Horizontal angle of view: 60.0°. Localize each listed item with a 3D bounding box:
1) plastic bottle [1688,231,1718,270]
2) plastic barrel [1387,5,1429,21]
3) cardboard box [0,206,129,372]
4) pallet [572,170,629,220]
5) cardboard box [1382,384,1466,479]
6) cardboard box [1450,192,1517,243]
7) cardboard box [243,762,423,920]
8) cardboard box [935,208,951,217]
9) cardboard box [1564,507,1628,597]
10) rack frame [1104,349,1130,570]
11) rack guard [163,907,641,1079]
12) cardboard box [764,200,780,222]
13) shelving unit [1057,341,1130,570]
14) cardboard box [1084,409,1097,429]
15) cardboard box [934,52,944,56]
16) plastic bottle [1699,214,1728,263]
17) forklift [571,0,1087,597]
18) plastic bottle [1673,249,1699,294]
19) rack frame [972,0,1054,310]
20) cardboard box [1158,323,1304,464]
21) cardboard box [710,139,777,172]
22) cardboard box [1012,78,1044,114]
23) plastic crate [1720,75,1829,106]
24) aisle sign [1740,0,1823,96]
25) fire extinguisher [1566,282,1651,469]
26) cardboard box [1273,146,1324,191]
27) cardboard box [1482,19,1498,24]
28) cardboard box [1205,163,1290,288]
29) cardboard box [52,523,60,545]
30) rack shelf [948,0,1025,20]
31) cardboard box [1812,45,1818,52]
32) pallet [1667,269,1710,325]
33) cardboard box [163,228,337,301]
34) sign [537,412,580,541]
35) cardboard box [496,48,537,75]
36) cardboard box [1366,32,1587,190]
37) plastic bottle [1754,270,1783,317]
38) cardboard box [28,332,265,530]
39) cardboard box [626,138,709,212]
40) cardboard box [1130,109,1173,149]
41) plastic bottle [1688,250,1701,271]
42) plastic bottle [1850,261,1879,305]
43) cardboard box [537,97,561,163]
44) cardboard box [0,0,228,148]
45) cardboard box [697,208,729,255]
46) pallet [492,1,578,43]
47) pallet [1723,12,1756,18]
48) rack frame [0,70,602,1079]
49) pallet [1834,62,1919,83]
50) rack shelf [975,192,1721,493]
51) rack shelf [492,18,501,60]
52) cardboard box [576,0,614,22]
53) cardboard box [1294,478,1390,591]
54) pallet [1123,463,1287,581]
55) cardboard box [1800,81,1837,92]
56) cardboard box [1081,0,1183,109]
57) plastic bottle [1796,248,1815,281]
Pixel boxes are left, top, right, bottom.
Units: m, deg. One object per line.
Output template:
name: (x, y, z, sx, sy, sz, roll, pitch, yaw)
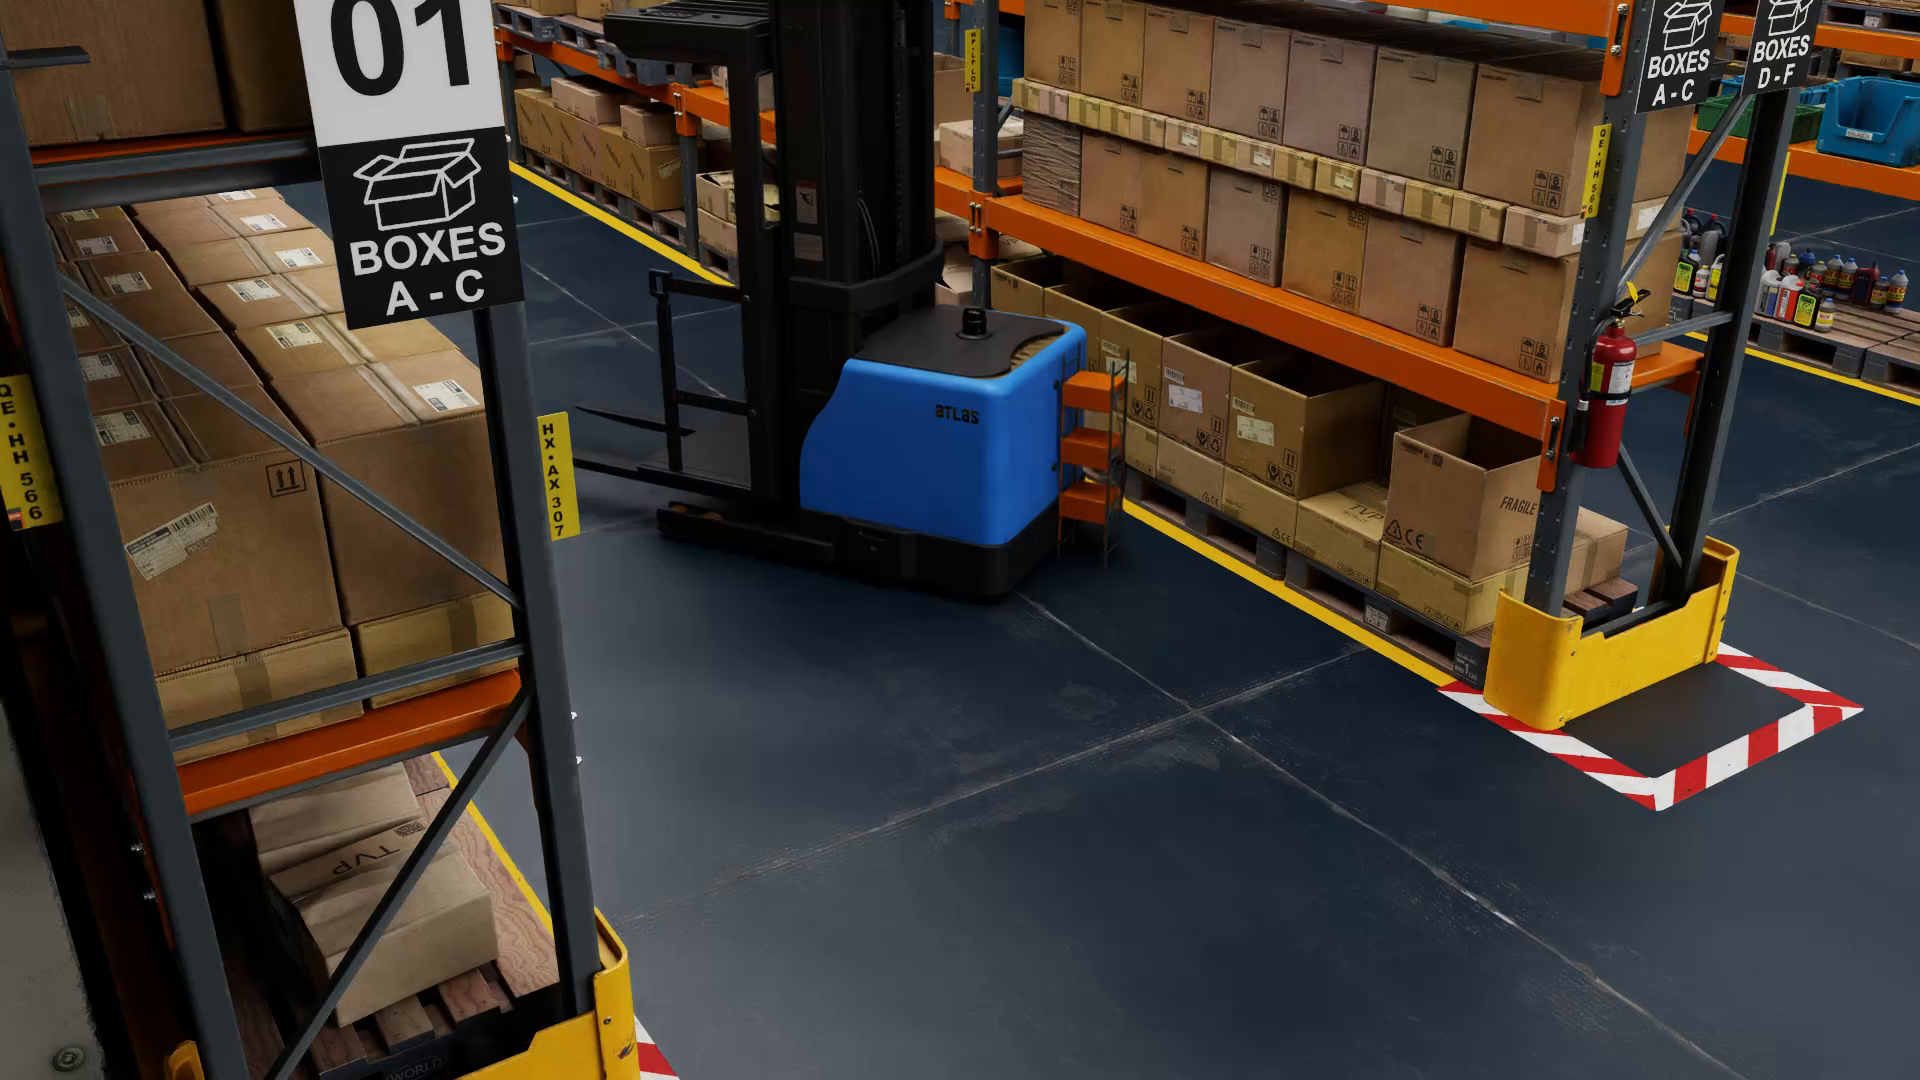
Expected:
plastic bottle: (5.261, -2.064, 11.795, 0.152, 0.276, 0.135, -16, 29, -30)
plastic barrel: (3.698, -4.244, 13.578, 0.433, 0.535, 0.433, 0, 25, 0)
cardboard box: (-3.266, -0.941, 6.014, 0.500, 0.500, 0.500, -16, 29, -30)
pallet: (-2.700, -3.101, 14.582, 1.003, 0.211, 1.213, -16, 29, -30)
cardboard box: (2.324, -0.496, 7.649, 0.500, 0.500, 0.500, -16, 29, -30)
cardboard box: (2.193, -1.313, 6.651, 0.380, 0.149, 0.250, -15, 29, -28)
cardboard box: (-2.057, 0.912, 5.450, 0.500, 0.311, 0.500, -13, 28, -25)
cardboard box: (-0.336, -2.175, 11.426, 0.500, 0.311, 0.500, -15, 29, -28)
cardboard box: (2.599, 0.021, 7.431, 0.500, 0.250, 0.500, -16, 29, -30)
rack frame: (0.734, -0.368, 7.811, 0.008, 1.050, 0.200, 12, 28, 24)
rack guard: (-1.485, 1.470, 4.560, 1.175, 0.500, 0.348, -16, 29, -30)
cardboard box: (-1.052, -2.226, 11.533, 0.500, 0.311, 0.500, -16, 30, -31)
shelving unit: (0.625, -0.392, 7.860, 0.252, 1.050, 0.215, 12, 28, 24)
cardboard box: (0.789, -0.749, 9.063, 0.500, 0.250, 0.500, -16, 29, -30)
cardboard box: (-0.445, -2.911, 10.795, 0.500, 0.500, 0.500, -15, 29, -29)
plastic bottle: (5.371, -2.142, 11.871, 0.144, 0.351, 0.185, -17, 30, -32)
forklift: (-0.933, -1.484, 7.970, 3.031, 2.935, 1.130, 12, 28, 24)
plastic bottle: (4.925, -1.821, 11.271, 0.061, 0.283, 0.133, -14, 29, -27)
rack frame: (0.521, -2.220, 9.448, 1.000, 3.000, 0.127, -16, 29, -30)
cardboard box: (1.333, -0.730, 8.144, 0.500, 0.500, 0.500, -16, 29, -30)
cardboard box: (-1.671, -2.948, 13.404, 0.500, 0.500, 0.500, -14, 29, -27)
cardboard box: (0.506, -2.417, 8.989, 0.380, 0.149, 0.250, -16, 29, -30)
plastic crate: (5.505, -2.973, 11.218, 0.499, 0.251, 0.616, -16, 29, -30)
aisle sign: (2.997, -2.012, 5.964, 0.394, 0.787, 0.004, -16, 29, -30)
fire extinguisher: (2.380, -0.603, 6.115, 0.296, 0.674, 0.183, -16, 29, -30)
cardboard box: (1.629, -1.682, 7.433, 0.380, 0.149, 0.250, -15, 29, -28)
cardboard box: (6.281, -5.438, 18.263, 1.225, 0.875, 0.875, -17, 30, -32)
cardboard box: (1.613, -1.557, 7.928, 0.700, 0.500, 0.500, -15, 29, -28)
cardboard box: (-2.710, -0.238, 5.404, 0.500, 0.250, 0.500, -15, 29, -29)
rack shelf: (1.398, -5.193, 16.590, 1.077, 0.370, 4.000, -16, 29, -30)
cardboard box: (10.272, -6.311, 20.552, 0.500, 0.500, 0.500, -16, 29, -30)
pallet: (5.005, -1.862, 11.956, 1.003, 0.211, 1.213, -16, 29, -30)
cardboard box: (-2.282, -0.701, 5.506, 0.500, 0.500, 0.500, -15, 29, -28)
sign: (-0.989, -0.151, 4.052, 0.100, 0.325, 0.005, -16, 29, -30)
cardboard box: (-4.876, -4.822, 17.369, 0.797, 0.503, 0.637, -16, 29, -30)
cardboard box: (2.140, -1.796, 6.915, 0.700, 0.500, 0.500, -16, 30, -31)
plastic bottle: (5.297, -1.610, 10.832, 0.152, 0.276, 0.135, -16, 30, -31)
cardboard box: (-2.145, -0.215, 4.475, 0.500, 0.500, 0.500, -15, 29, -29)
cardboard box: (-2.370, -2.999, 13.511, 0.500, 0.500, 0.500, -14, 29, -28)
cardboard box: (1.064, -2.052, 8.216, 0.380, 0.149, 0.250, -17, 30, -31)
plastic bottle: (4.981, -1.841, 11.327, 0.097, 0.271, 0.097, 0, 25, 0)
plastic bottle: (6.020, -1.719, 11.054, 0.061, 0.283, 0.133, -15, 29, -29)
cardboard box: (-3.485, -3.731, 15.064, 0.500, 0.500, 0.500, -15, 29, -29)
cardboard box: (-1.883, -1.134, 3.494, 0.500, 0.500, 0.500, -13, 28, -26)
cardboard box: (-1.622, -2.341, 12.434, 0.500, 0.250, 0.500, -16, 29, -30)
pallet: (-3.501, -4.683, 14.891, 1.003, 0.211, 1.213, -16, 29, -30)
pallet: (7.755, -5.172, 15.928, 1.003, 0.211, 1.213, -16, 29, -30)
rack frame: (-1.443, 0.367, 3.969, 1.000, 3.000, 0.127, -16, 29, -30)
pallet: (11.218, -5.517, 19.699, 1.003, 0.211, 1.213, -16, 29, -30)
rack shelf: (1.613, -1.179, 8.086, 1.077, 0.370, 4.000, -16, 29, -30)
rack shelf: (-4.938, -5.471, 17.178, 1.077, 0.370, 4.000, -16, 29, -30)
cardboard box: (-2.830, -4.698, 14.090, 0.500, 0.500, 0.700, 21, 33, 37)
cardboard box: (1.882, -0.034, 7.548, 0.500, 0.250, 0.500, -16, 29, -30)
pallet: (1.590, -0.228, 8.495, 1.003, 0.211, 1.213, -16, 29, -30)
cardboard box: (8.262, -3.995, 15.622, 0.700, 0.500, 0.500, -16, 29, -30)
cardboard box: (1.046, -2.514, 8.434, 0.700, 0.500, 0.500, -16, 29, -30)
plastic bottle: (5.776, -1.859, 11.365, 0.097, 0.271, 0.097, 0, 25, 0)
